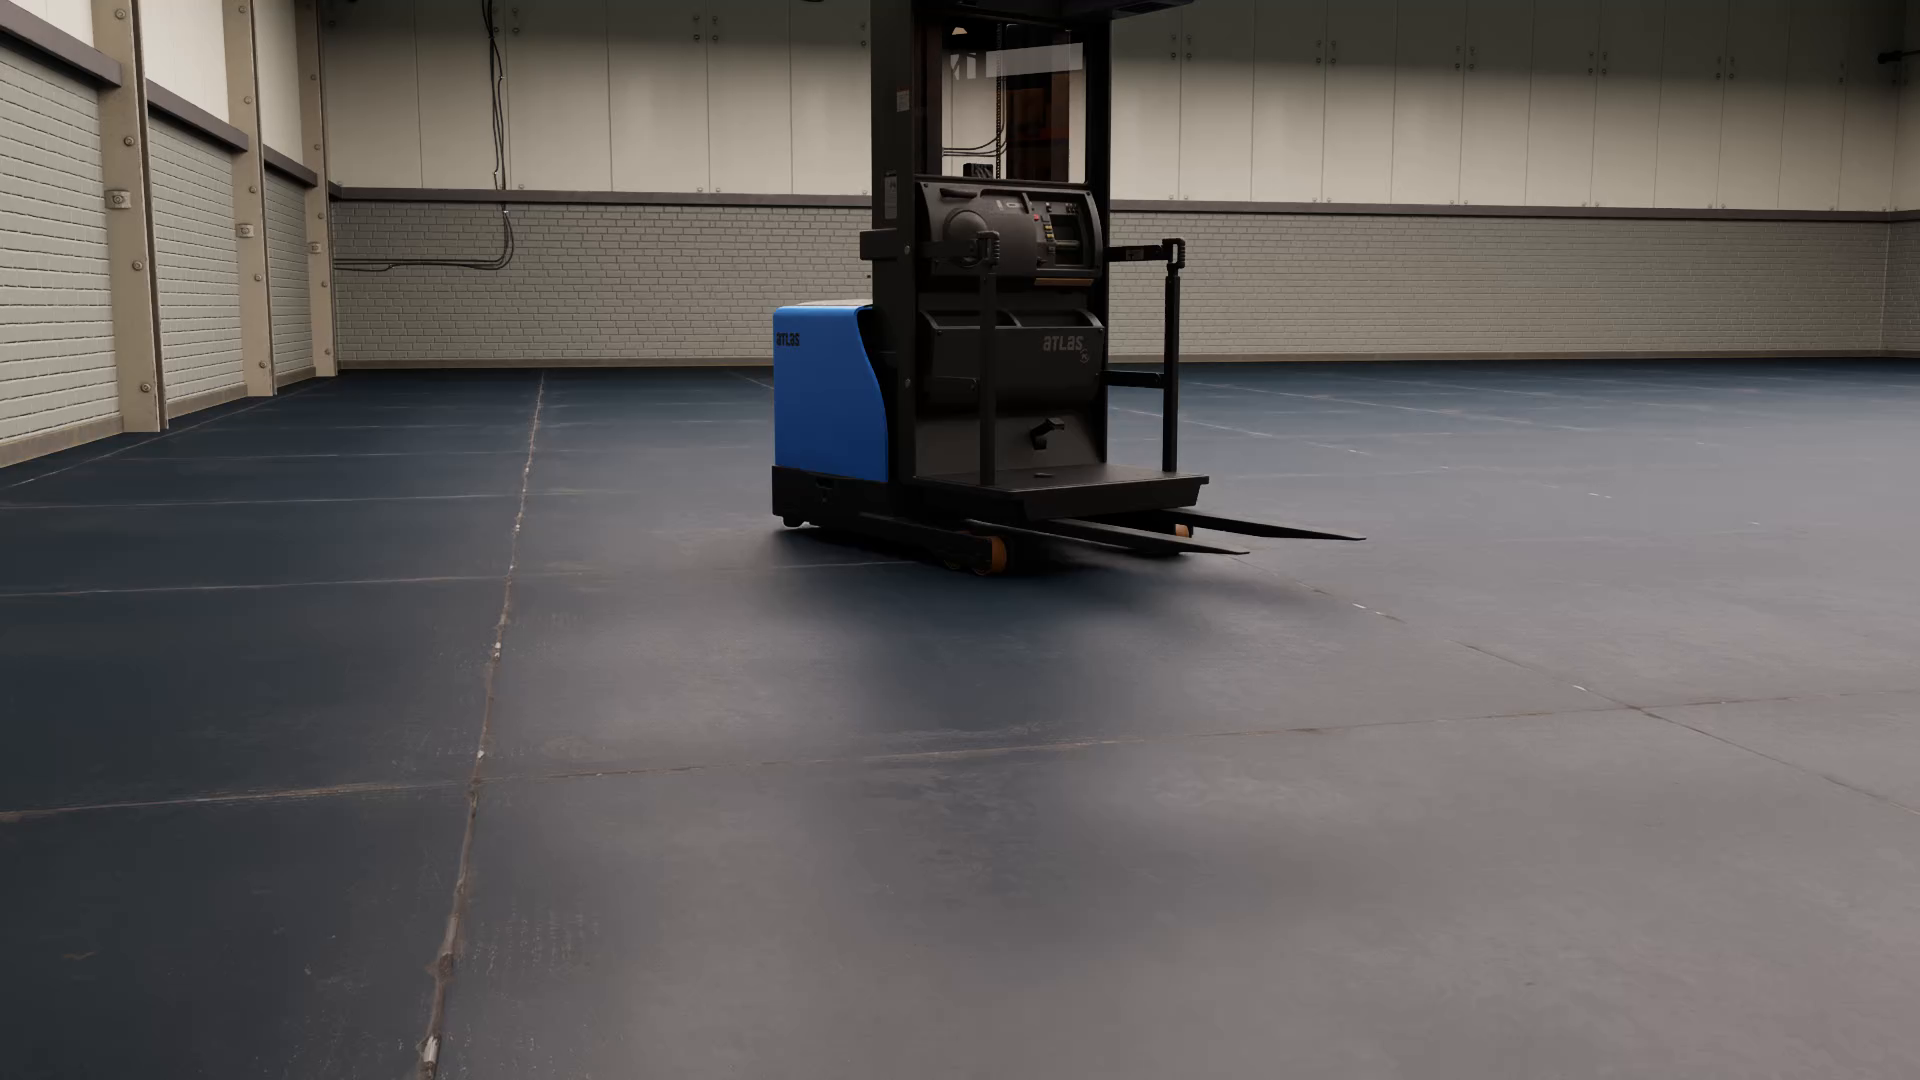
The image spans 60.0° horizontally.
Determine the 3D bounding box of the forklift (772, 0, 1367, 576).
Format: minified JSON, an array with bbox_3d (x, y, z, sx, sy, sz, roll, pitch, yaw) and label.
[{"bbox_3d":[0.355,-1.383,7.015,1.130,2.935,3.031,-6,10,-35],"label":"forklift"}]
